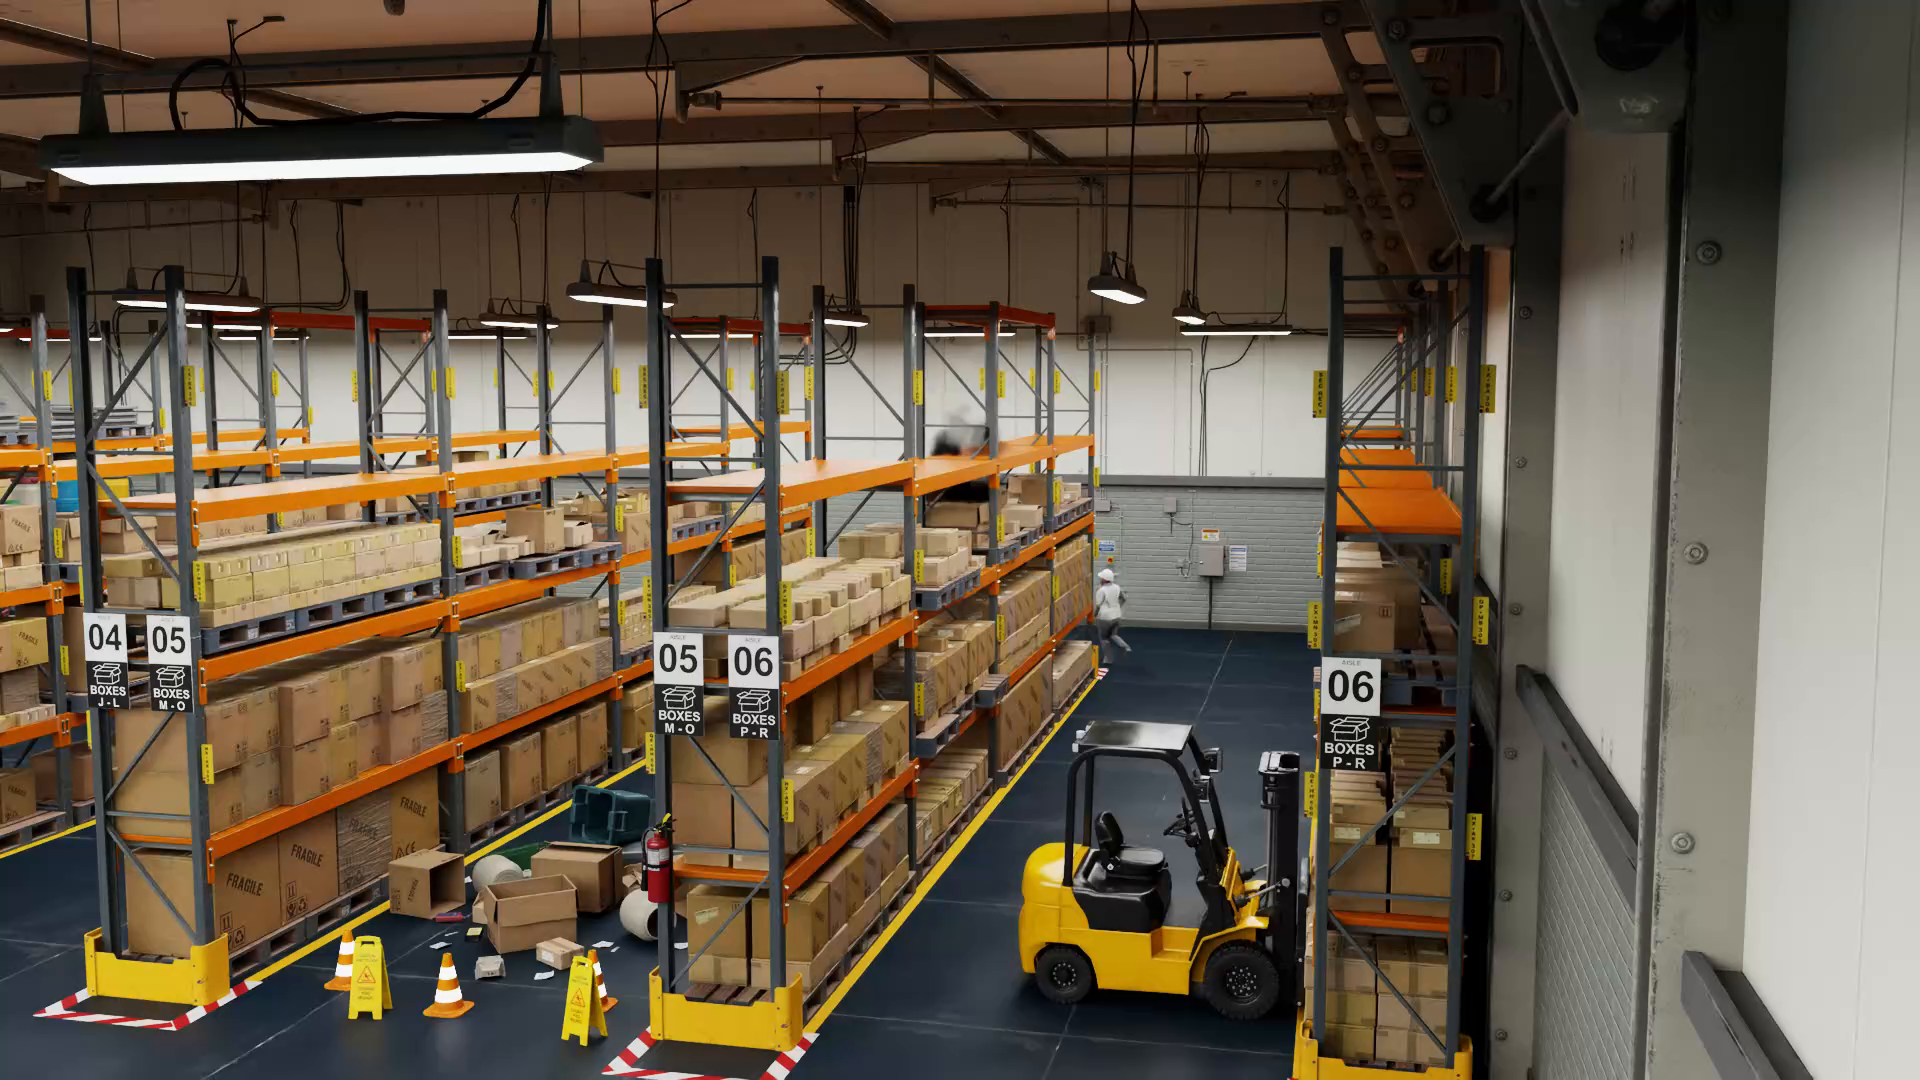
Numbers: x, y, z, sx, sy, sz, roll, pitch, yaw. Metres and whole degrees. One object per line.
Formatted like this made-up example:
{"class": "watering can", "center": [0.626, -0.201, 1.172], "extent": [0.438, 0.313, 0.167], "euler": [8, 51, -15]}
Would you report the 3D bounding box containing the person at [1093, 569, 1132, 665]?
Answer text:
{"class": "person", "center": [2.600, 1.365, 29.192], "extent": [0.704, 1.716, 0.687], "euler": [-5, 7, -38]}
